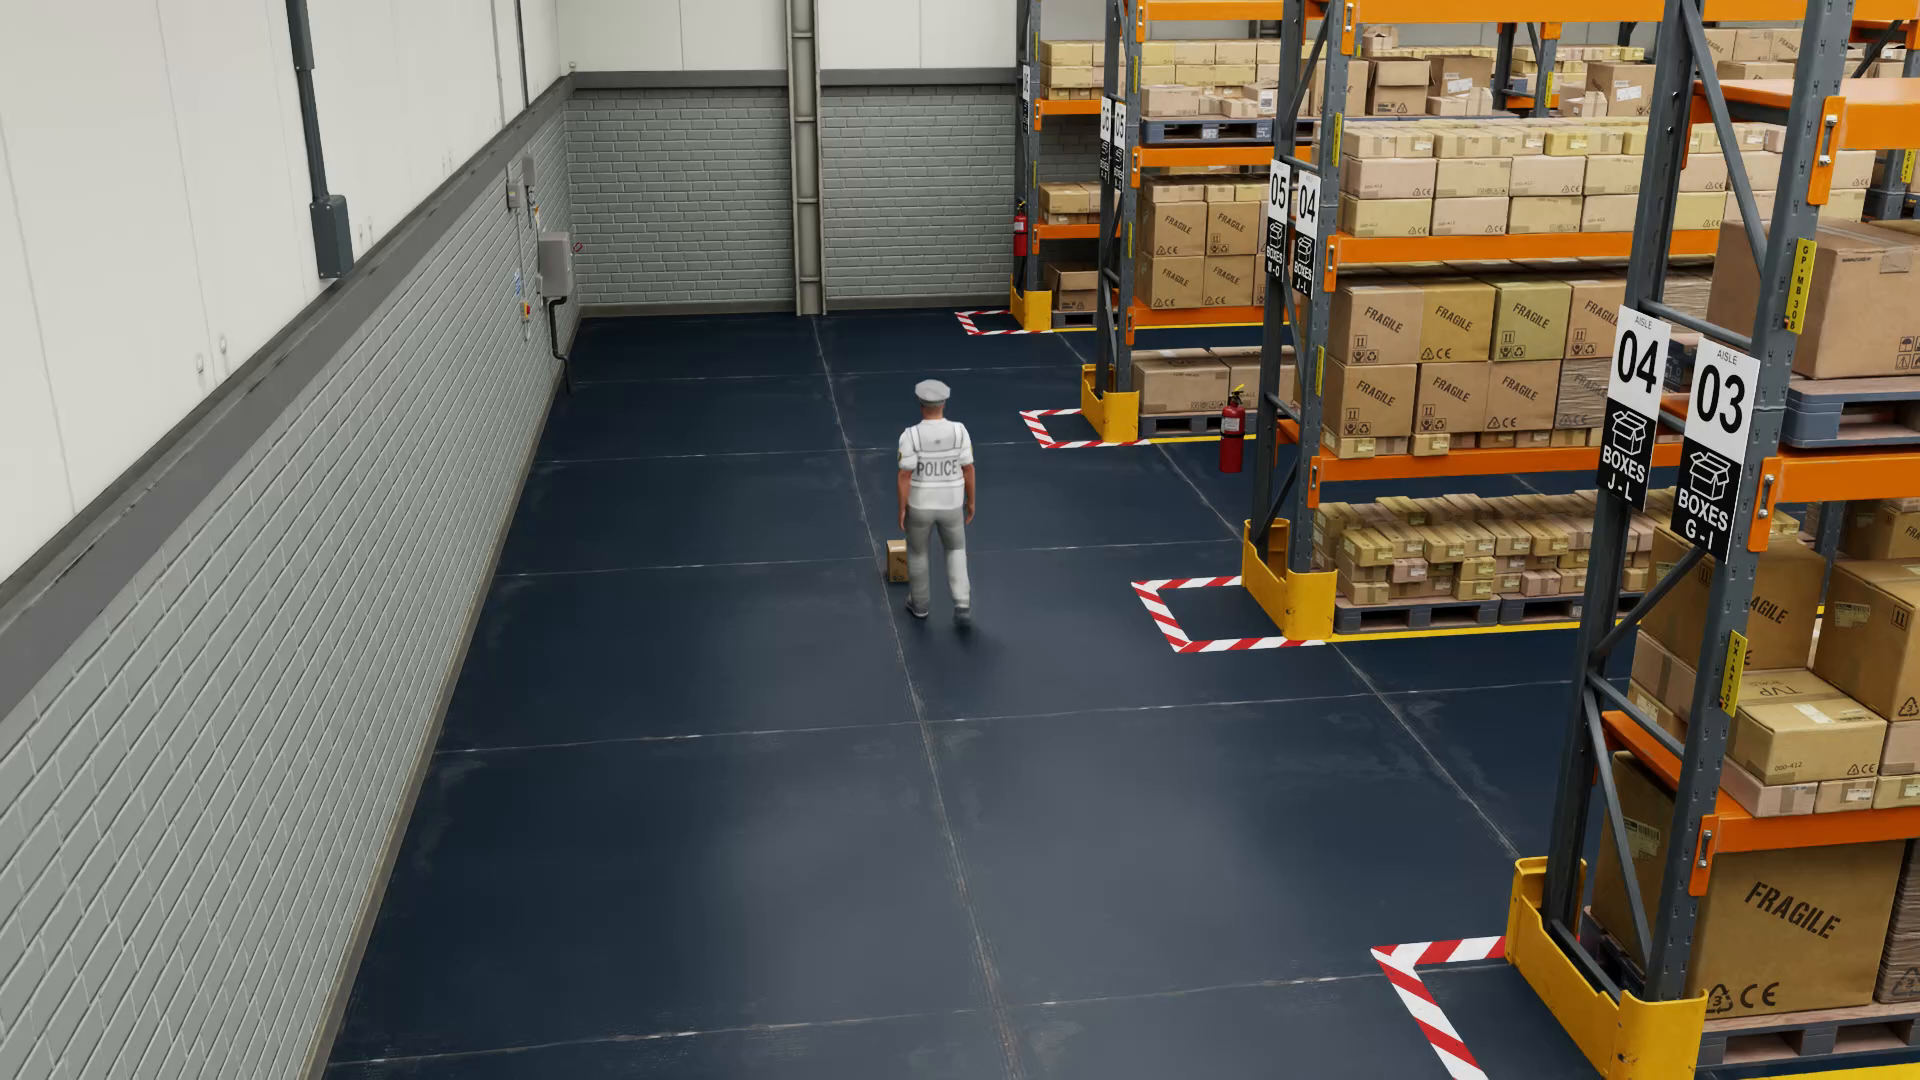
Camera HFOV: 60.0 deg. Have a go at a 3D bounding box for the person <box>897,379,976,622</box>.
[{"bbox_3d":[-0.173,-0.262,11.748,0.569,1.759,0.695,-4,20,-11],"label":"person"}]
